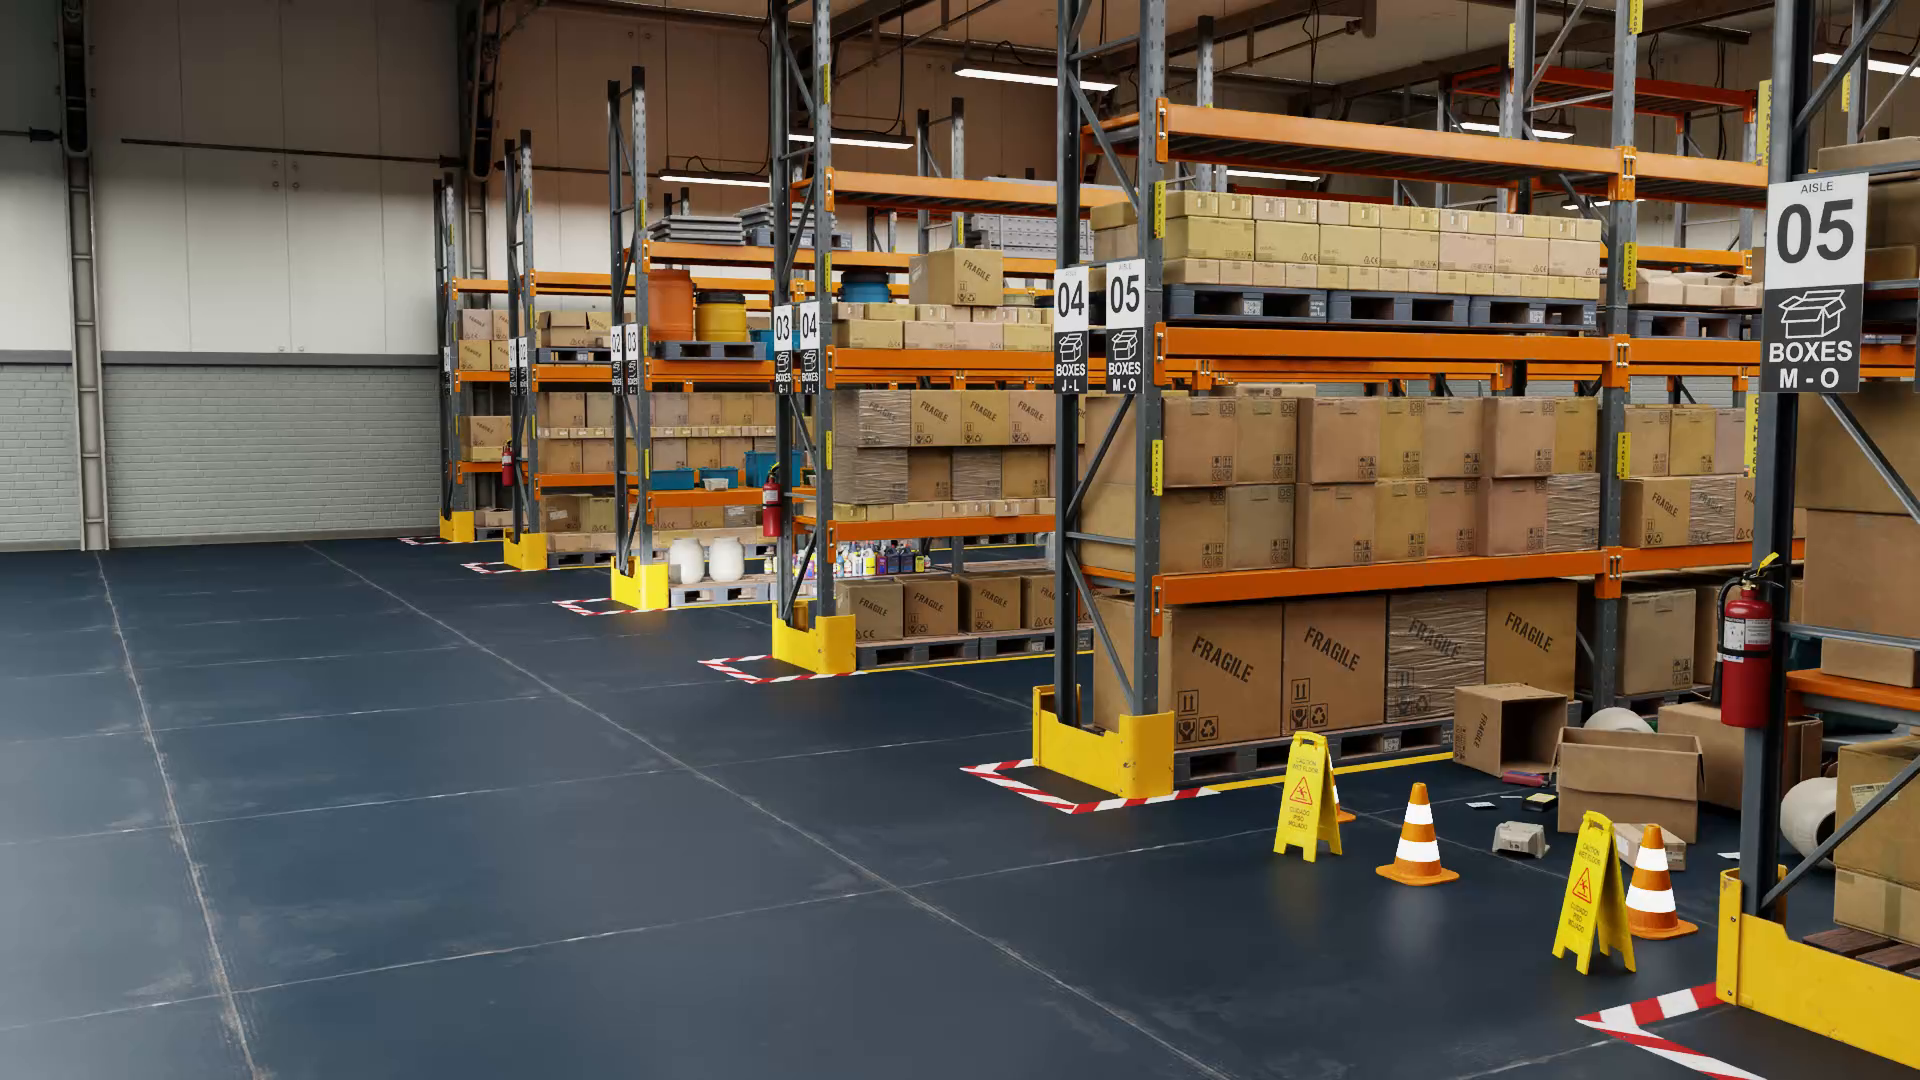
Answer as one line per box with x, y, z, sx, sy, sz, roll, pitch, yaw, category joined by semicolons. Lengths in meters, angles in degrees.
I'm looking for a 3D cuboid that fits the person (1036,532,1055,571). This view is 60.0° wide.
1.150;-0.085;18.109;0.646;1.783;0.574;0;5;-1;person
